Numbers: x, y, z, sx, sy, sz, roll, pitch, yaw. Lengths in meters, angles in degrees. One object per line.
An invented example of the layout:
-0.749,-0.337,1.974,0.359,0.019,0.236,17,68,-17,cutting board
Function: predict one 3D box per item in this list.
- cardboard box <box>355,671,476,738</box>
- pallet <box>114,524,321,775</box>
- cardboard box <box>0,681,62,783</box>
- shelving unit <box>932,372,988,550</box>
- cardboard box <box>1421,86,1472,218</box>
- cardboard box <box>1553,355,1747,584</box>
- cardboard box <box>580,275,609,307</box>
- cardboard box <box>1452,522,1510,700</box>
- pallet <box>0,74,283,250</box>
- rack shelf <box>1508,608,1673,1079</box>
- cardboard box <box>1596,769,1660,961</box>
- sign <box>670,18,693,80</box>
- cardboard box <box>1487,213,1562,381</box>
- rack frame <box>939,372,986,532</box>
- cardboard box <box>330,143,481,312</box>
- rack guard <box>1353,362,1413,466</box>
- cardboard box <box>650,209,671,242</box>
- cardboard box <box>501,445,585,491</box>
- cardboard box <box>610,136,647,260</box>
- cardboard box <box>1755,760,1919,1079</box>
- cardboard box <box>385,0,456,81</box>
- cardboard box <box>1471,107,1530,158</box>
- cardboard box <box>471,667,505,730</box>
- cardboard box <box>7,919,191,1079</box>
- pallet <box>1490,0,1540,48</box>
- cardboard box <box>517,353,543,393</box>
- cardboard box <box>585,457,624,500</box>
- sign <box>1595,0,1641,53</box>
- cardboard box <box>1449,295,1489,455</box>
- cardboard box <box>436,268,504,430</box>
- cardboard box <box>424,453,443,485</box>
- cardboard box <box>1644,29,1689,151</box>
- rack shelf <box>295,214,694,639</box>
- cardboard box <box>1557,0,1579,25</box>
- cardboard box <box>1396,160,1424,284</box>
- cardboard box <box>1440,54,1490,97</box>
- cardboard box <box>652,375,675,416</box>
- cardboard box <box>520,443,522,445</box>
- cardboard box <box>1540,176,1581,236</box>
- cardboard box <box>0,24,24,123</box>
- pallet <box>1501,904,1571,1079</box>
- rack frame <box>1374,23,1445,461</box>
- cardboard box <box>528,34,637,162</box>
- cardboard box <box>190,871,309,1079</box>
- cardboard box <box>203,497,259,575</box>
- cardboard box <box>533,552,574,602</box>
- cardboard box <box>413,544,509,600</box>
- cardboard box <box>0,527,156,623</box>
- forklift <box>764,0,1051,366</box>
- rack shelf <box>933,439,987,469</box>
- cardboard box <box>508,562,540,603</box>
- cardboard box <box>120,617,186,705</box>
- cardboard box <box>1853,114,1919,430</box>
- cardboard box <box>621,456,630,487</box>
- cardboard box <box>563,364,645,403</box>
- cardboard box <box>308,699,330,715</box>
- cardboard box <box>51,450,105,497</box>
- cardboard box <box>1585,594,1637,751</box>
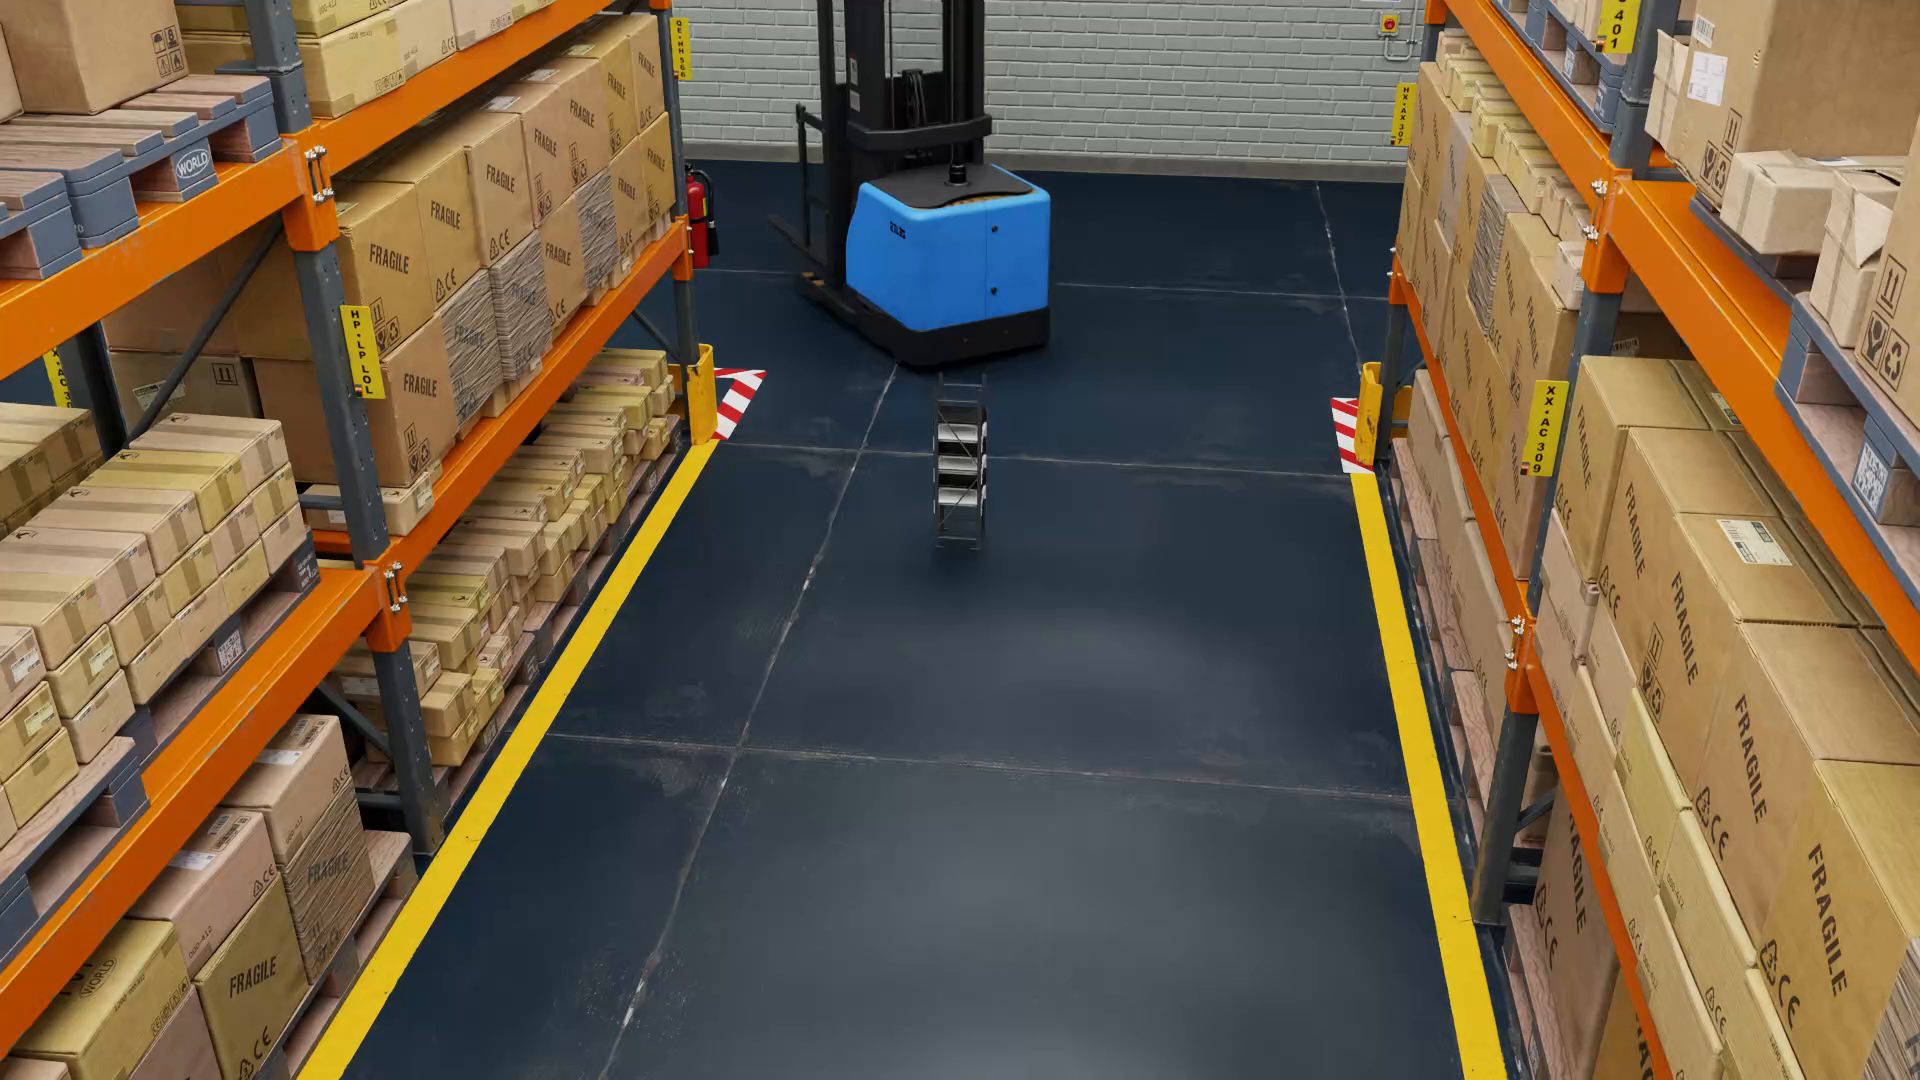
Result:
-2.172,0.645,6.640,0.380,0.149,0.250,5,29,9,cardboard box
-2.772,0.293,5.245,1.003,0.211,1.213,3,28,6,pallet
-2.544,0.472,4.220,0.380,0.149,0.250,3,29,6,cardboard box
0.001,-0.400,8.544,0.258,0.900,0.210,3,28,6,shelving unit
2.484,-1.816,7.799,0.500,0.500,0.500,3,28,5,cardboard box
2.052,-0.196,4.792,0.500,0.500,0.500,4,29,7,cardboard box
-1.956,-1.267,8.204,0.380,0.149,0.250,2,28,4,cardboard box
2.684,0.330,7.233,0.875,0.438,0.875,3,28,5,cardboard box
-2.715,-1.096,4.657,1.213,0.211,1.003,3,28,6,pallet
2.147,1.356,3.829,1.077,0.370,4.000,3,28,6,rack shelf
1.935,0.839,4.187,0.500,0.250,0.500,3,28,6,cardboard box
-1.495,-2.632,8.920,0.100,0.325,0.005,3,28,6,sign
2.246,-0.863,6.030,0.500,0.500,0.500,3,28,5,cardboard box
0.013,-0.448,8.633,0.240,0.900,0.006,3,28,6,rack frame
-2.188,-1.201,6.343,0.500,0.500,0.500,3,28,5,cardboard box
2.885,-0.696,9.515,1.175,0.500,0.348,3,28,6,rack guard
-1.803,-1.745,9.091,0.380,0.149,0.250,3,28,6,cardboard box
-2.065,-0.343,8.160,0.380,0.149,0.250,2,28,4,cardboard box
-1.911,-1.732,8.383,0.500,0.500,0.500,3,28,5,cardboard box
1.827,0.762,3.013,0.500,0.500,0.500,3,28,6,cardboard box
-2.163,-1.836,5.991,0.500,0.250,0.500,3,28,5,cardboard box
2.332,-1.676,6.856,0.380,0.149,0.250,3,28,5,cardboard box
-2.137,0.650,6.944,0.380,0.149,0.250,4,29,8,cardboard box
-2.501,1.299,4.578,0.500,0.250,0.500,2,28,4,cardboard box
2.654,-2.141,6.492,1.003,0.211,1.213,3,28,6,pallet
-2.061,-0.769,7.279,0.380,0.149,0.250,5,29,8,cardboard box
-1.937,-0.332,8.453,0.380,0.149,0.250,4,29,7,cardboard box
1.841,-1.517,4.612,0.100,0.325,0.005,3,28,6,sign
2.299,-0.660,6.706,0.500,0.500,0.500,3,28,5,cardboard box
-2.169,-0.769,6.596,0.500,0.500,0.500,3,28,6,cardboard box
-2.216,-0.272,6.357,0.380,0.149,0.250,4,29,8,cardboard box
1.983,-1.133,4.228,0.396,0.266,0.258,3,28,6,cardboard box
-2.288,-0.767,7.770,1.077,0.370,4.000,3,28,6,rack shelf
2.185,-1.785,5.454,0.380,0.149,0.250,4,29,7,cardboard box
2.538,-1.620,8.489,0.500,0.500,0.500,3,28,6,cardboard box
2.456,-2.161,7.755,0.380,0.149,0.250,4,29,8,cardboard box
-1.825,-0.821,9.361,0.380,0.149,0.250,3,28,5,cardboard box
-2.533,-0.494,8.754,0.380,0.149,0.250,4,29,8,cardboard box
2.307,-1.190,5.953,0.380,0.149,0.250,3,28,6,cardboard box
-2.850,-1.207,4.316,0.500,0.311,0.500,3,28,5,cardboard box
2.372,1.693,5.385,1.003,0.211,1.213,3,28,6,pallet
2.882,-1.785,8.901,1.000,3.000,0.127,3,28,6,rack frame
-1.915,-2.172,8.146,0.500,0.500,0.500,2,28,4,cardboard box
-2.437,1.378,5.223,0.500,0.500,0.500,3,28,5,cardboard box
-2.417,-0.025,5.142,0.380,0.149,0.250,4,29,7,cardboard box
-2.051,0.162,7.850,0.380,0.149,0.250,3,28,5,cardboard box
-2.202,0.144,7.257,0.380,0.149,0.250,3,28,5,cardboard box
-2.487,0.093,4.609,0.380,0.149,0.250,3,28,6,cardboard box
-0.532,-3.073,11.364,1.130,2.935,3.031,-14,31,-24,forklift
0.001,-0.450,8.517,0.258,0.077,0.200,3,28,6,rack shelf
-2.143,0.149,7.561,0.380,0.149,0.250,5,29,9,cardboard box
-2.480,0.339,4.780,0.380,0.149,0.250,2,28,4,cardboard box
1.830,-0.415,2.648,0.500,0.500,0.500,4,29,7,cardboard box
-1.967,-0.332,8.767,0.380,0.149,0.250,4,29,7,cardboard box
-1.945,-0.838,9.079,0.380,0.149,0.250,4,29,7,cardboard box
-2.824,0.723,6.808,0.380,0.149,0.250,4,29,7,cardboard box
-3.038,-0.189,5.447,0.380,0.149,0.250,4,29,7,cardboard box
2.022,0.381,4.510,0.500,0.250,0.500,4,29,7,cardboard box
